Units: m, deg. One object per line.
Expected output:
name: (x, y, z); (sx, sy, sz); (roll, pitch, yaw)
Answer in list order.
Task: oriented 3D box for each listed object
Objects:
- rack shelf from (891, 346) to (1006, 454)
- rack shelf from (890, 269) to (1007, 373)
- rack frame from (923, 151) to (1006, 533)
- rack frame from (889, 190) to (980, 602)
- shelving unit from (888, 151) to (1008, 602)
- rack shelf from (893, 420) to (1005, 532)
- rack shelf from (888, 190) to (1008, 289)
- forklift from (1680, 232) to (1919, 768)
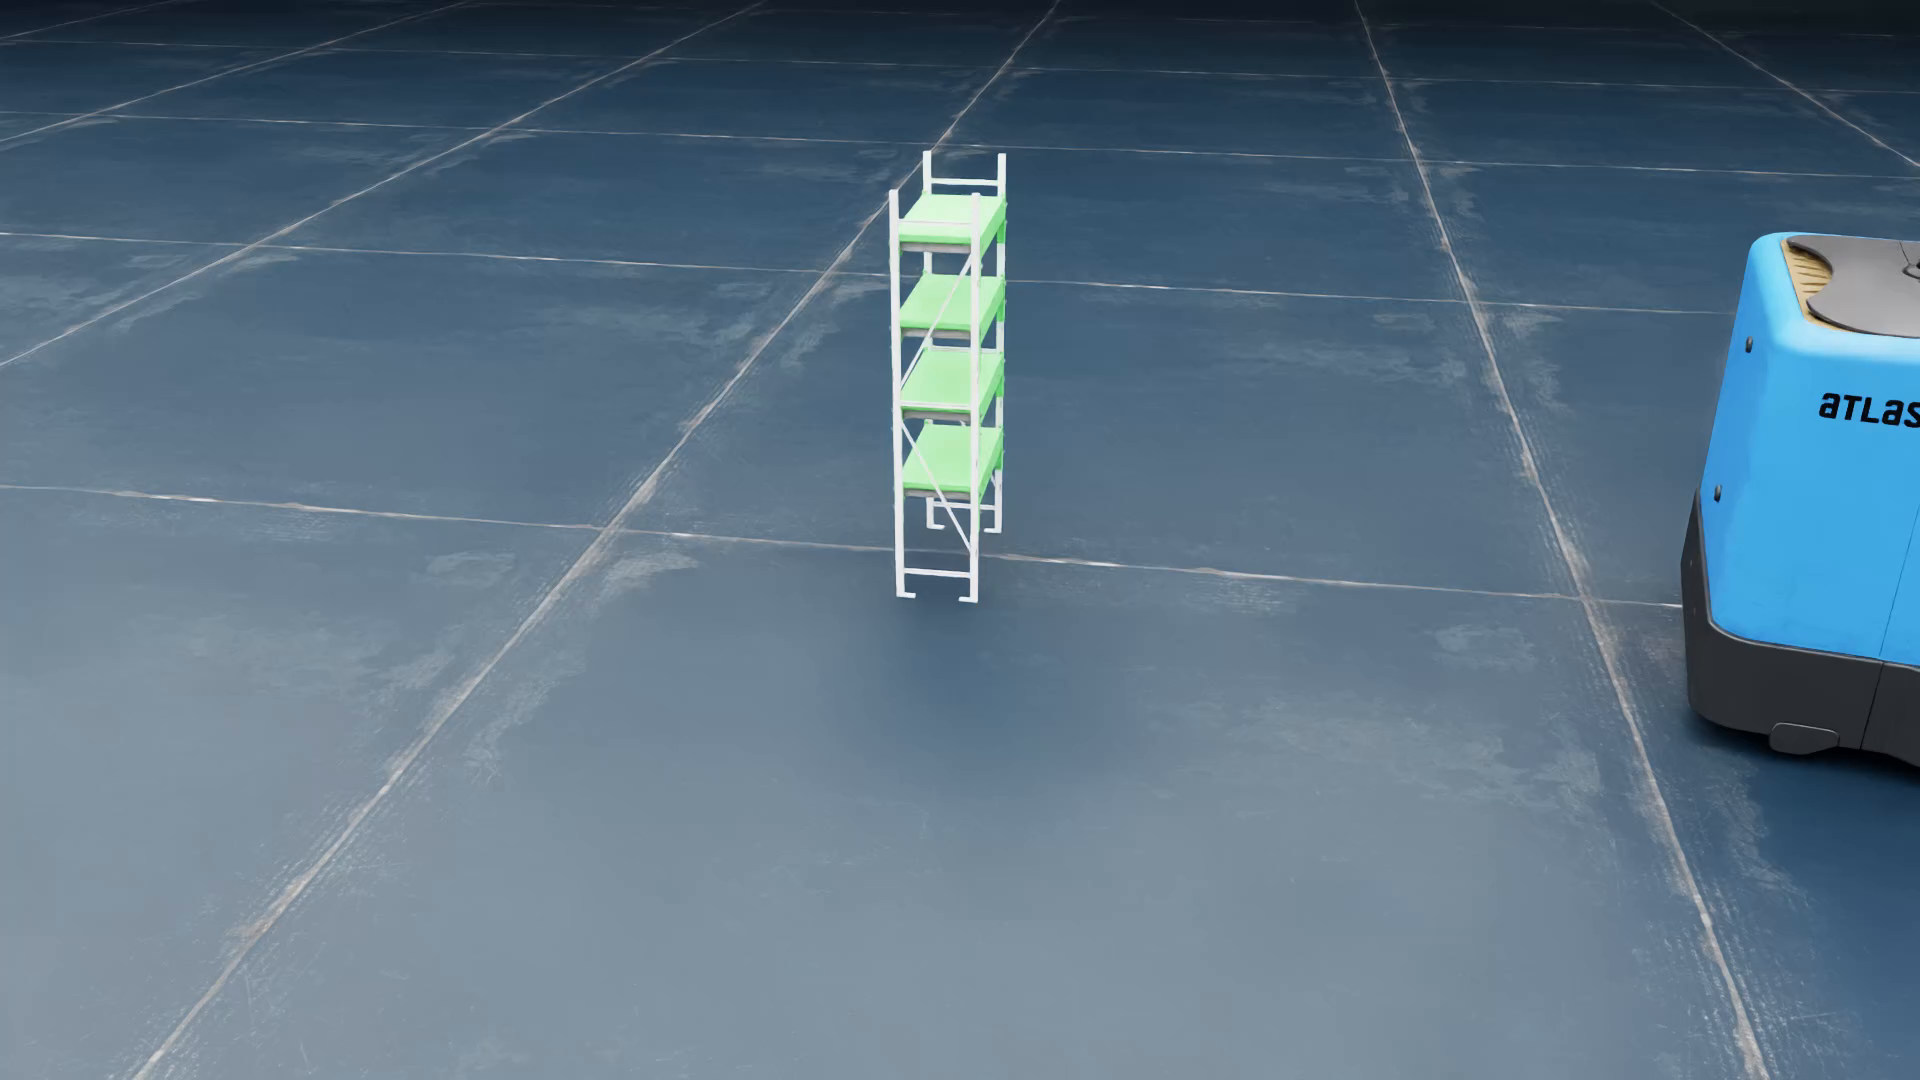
rack shelf: (-0.027, -0.416, 4.875); (0.258, 0.148, 0.480); (4, 25, 9)
rack shelf: (-0.027, -0.634, 4.773); (0.258, 0.148, 0.480); (4, 25, 9)
rack frame: (0.013, -0.576, 5.066); (0.240, 1.200, 0.015); (4, 25, 9)
rack frame: (-0.067, -0.372, 4.630); (0.240, 1.200, 0.015); (4, 25, 9)
shelving unit: (-0.027, -0.474, 4.848); (0.258, 1.200, 0.503); (4, 25, 9)
rack shelf: (-0.027, -0.199, 4.977); (0.258, 0.148, 0.480); (4, 25, 9)
rack shelf: (-0.027, -0.851, 4.671); (0.258, 0.148, 0.480); (4, 25, 9)
forklift: (3.411, -0.801, 3.504); (3.031, 2.935, 1.130); (9, 26, 18)
